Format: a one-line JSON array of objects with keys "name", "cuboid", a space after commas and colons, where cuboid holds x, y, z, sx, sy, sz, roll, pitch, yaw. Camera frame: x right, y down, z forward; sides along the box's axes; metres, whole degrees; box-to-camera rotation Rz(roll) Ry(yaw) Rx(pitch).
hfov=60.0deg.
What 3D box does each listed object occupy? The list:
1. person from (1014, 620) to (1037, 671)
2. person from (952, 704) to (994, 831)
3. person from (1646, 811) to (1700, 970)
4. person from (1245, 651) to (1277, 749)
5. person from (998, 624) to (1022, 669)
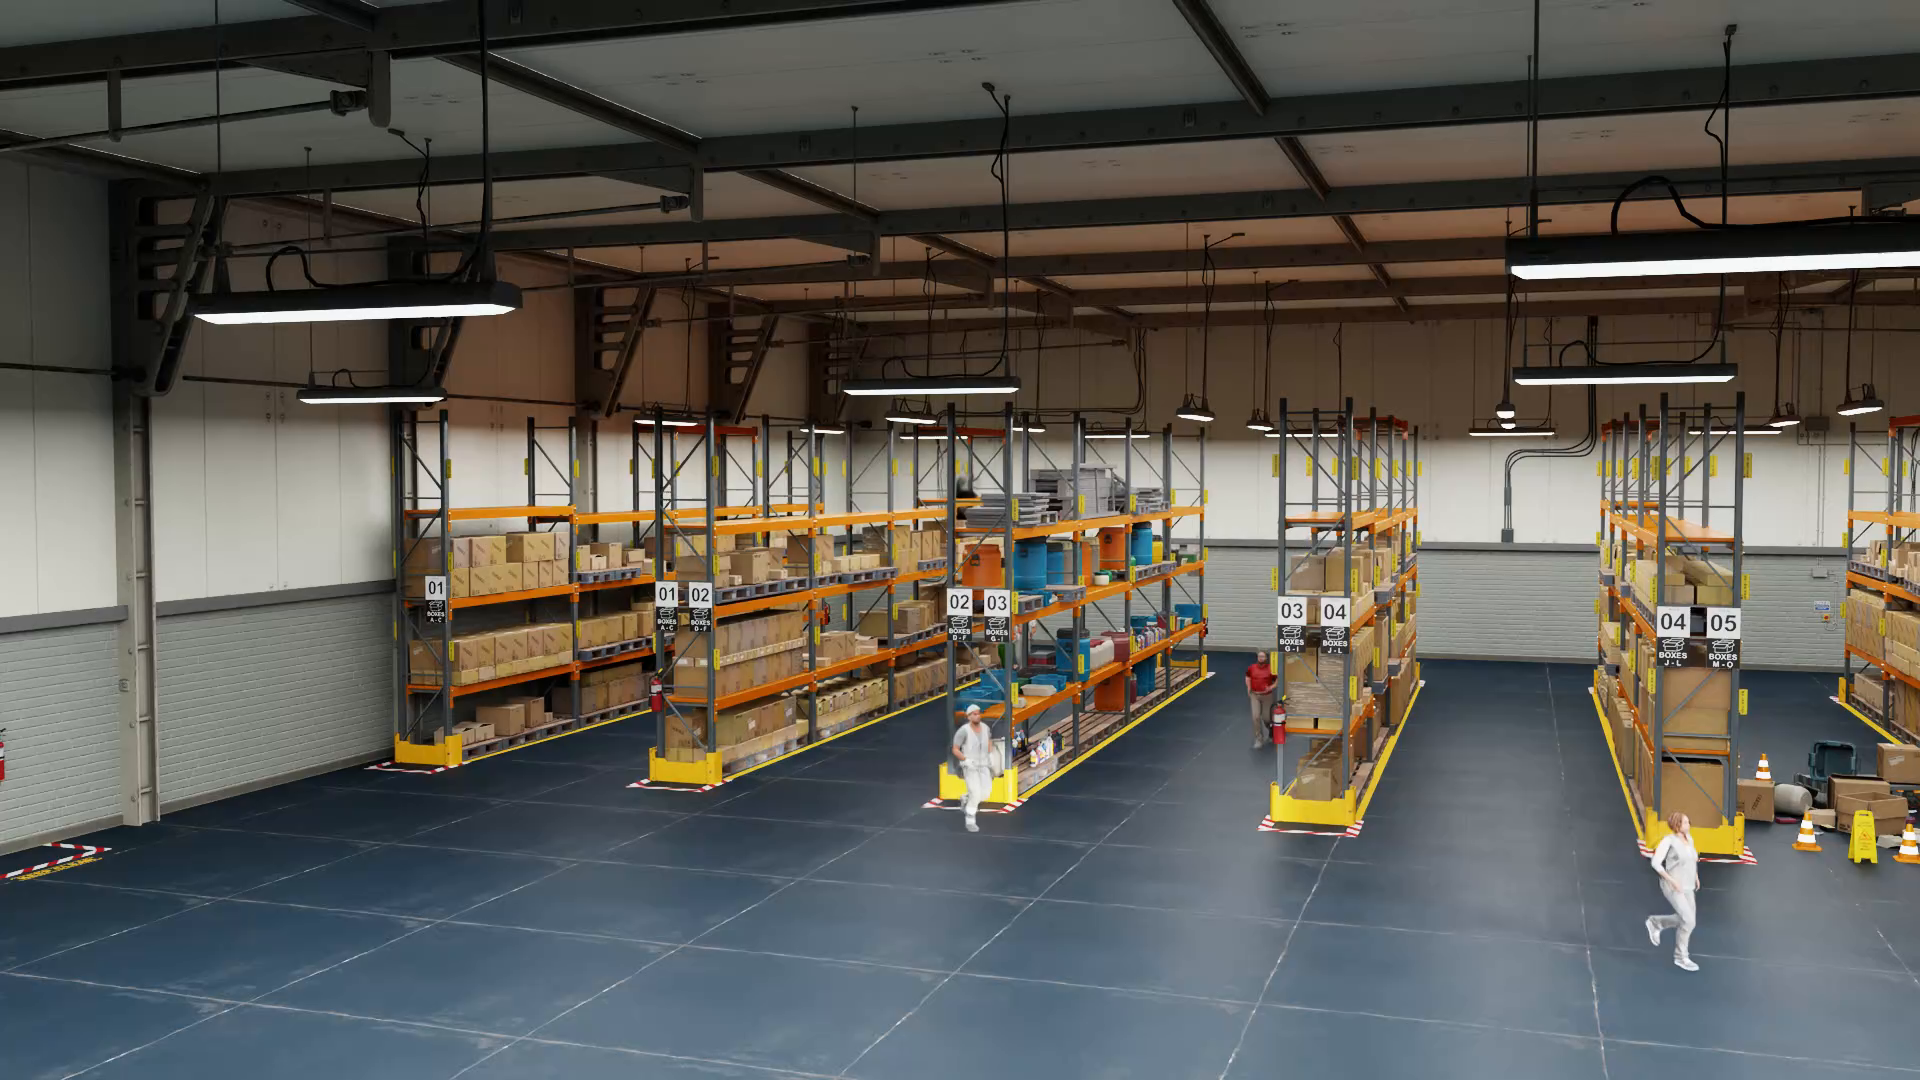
[{"name": "person", "cuboid": [1.402, 2.304, 37.527, 0.598, 1.670, 0.531, 1, 2, 12]}, {"name": "person", "cuboid": [0.188, 3.146, 23.108, 0.690, 1.751, 0.669, -2, 3, -34]}, {"name": "person", "cuboid": [7.194, 3.507, 16.814, 0.562, 1.564, 0.641, -2, 3, -33]}, {"name": "person", "cuboid": [5.455, 2.862, 30.051, 0.667, 1.724, 0.789, 1, 3, 21]}, {"name": "person", "cuboid": [1.003, 2.290, 36.193, 0.631, 1.878, 0.679, 1, 3, 13]}]
